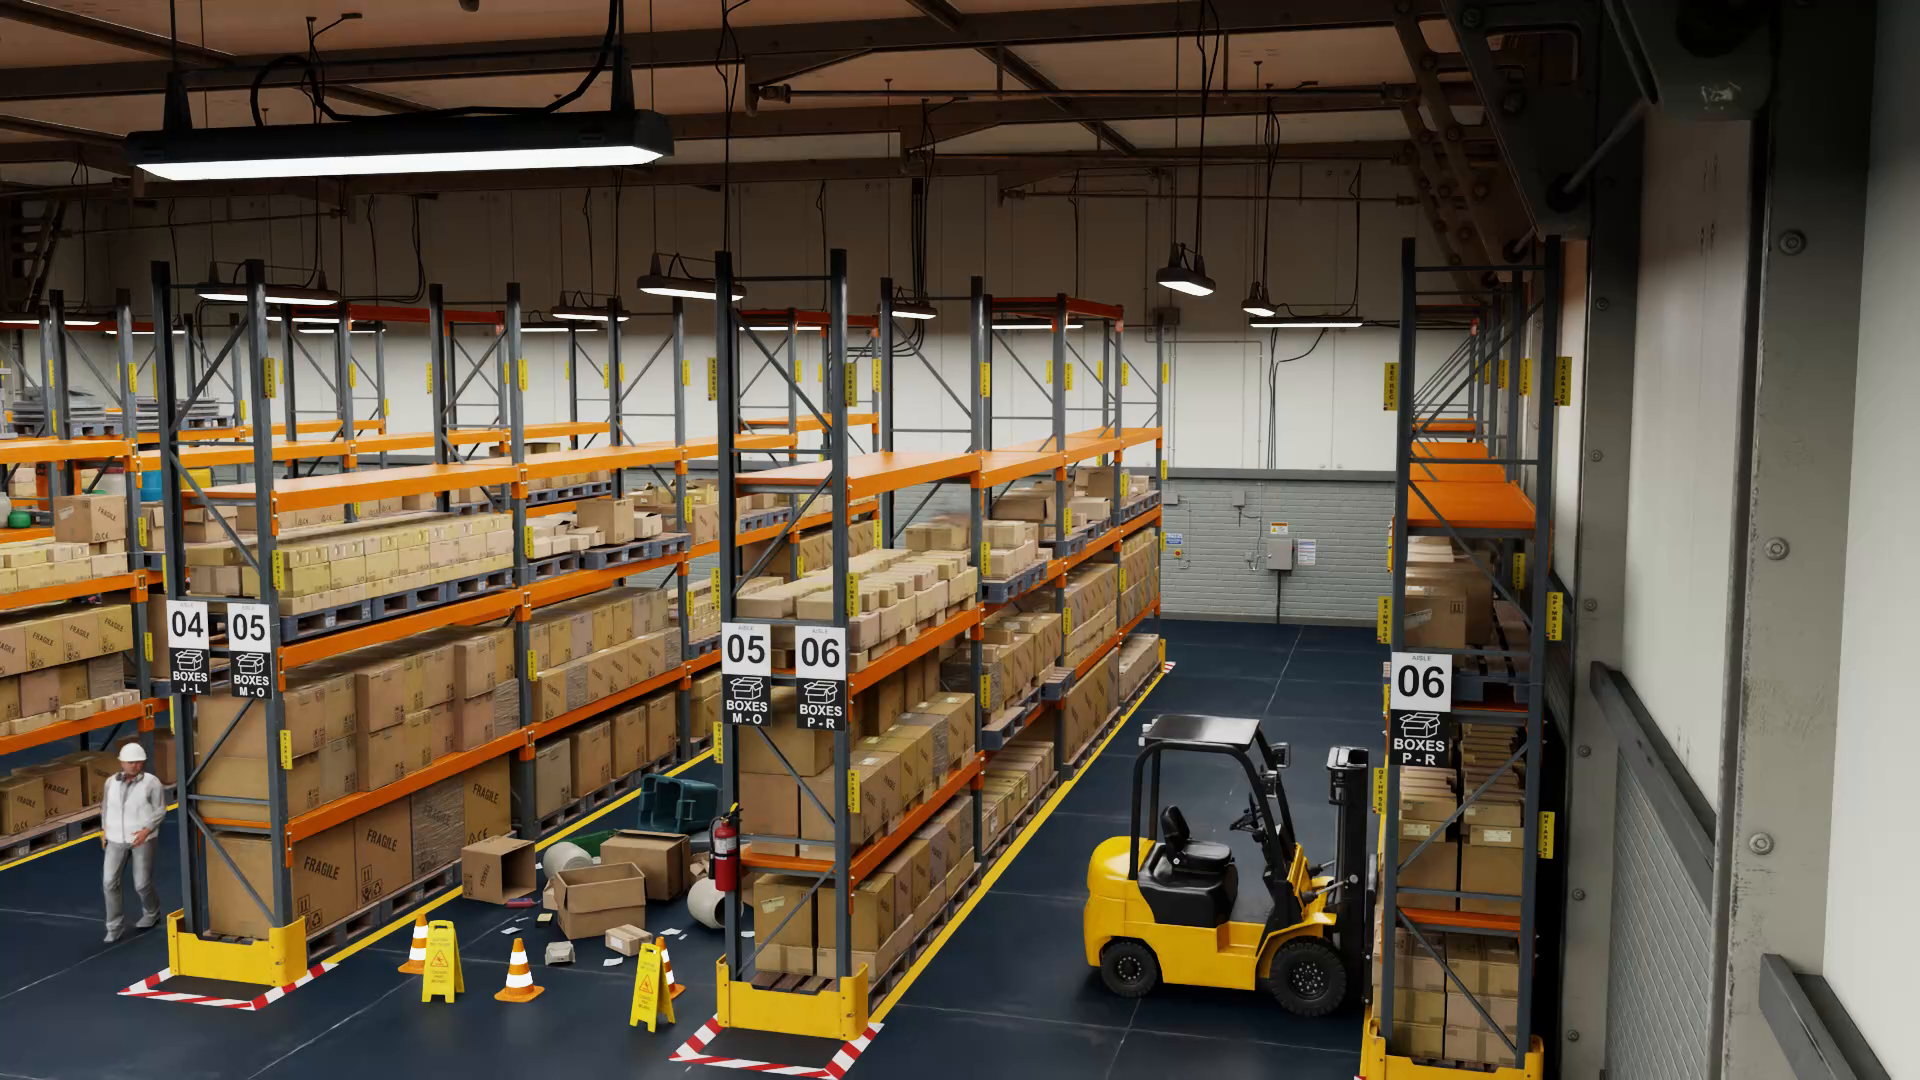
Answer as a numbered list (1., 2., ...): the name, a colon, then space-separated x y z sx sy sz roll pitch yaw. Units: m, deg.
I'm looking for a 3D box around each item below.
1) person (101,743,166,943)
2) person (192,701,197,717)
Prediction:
1. person: -7.533 2.754 15.101 0.624 1.823 0.650 0 6 -4
2. person: -10.545 1.874 22.970 0.509 1.709 0.979 1 6 5
